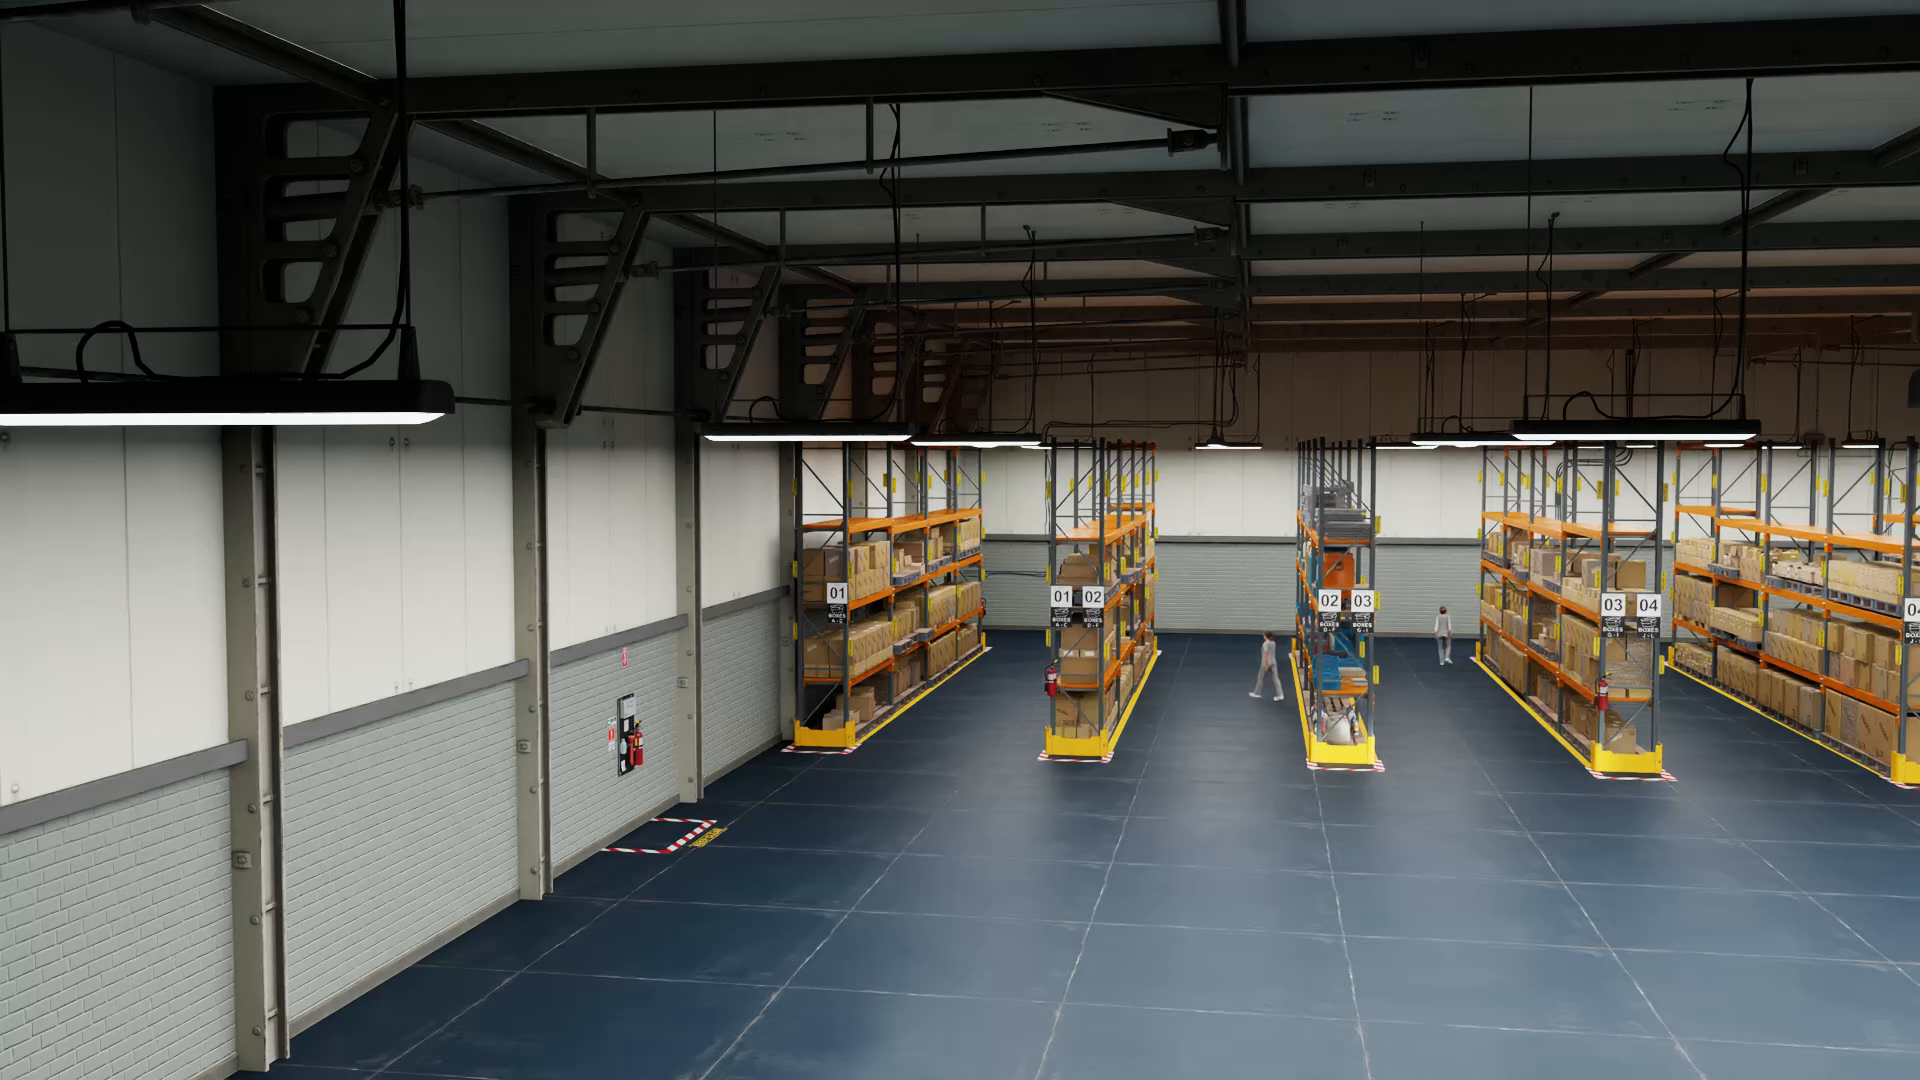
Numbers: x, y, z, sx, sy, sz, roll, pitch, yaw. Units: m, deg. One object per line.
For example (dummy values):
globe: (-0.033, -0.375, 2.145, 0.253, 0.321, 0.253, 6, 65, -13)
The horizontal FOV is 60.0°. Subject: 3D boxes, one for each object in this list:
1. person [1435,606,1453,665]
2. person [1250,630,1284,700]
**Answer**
person: (12.977, 2.571, 44.609, 0.462, 1.596, 0.480, 0, 3, 9)
person: (7.124, 2.865, 38.310, 0.452, 1.601, 1.070, -2, 3, -27)
